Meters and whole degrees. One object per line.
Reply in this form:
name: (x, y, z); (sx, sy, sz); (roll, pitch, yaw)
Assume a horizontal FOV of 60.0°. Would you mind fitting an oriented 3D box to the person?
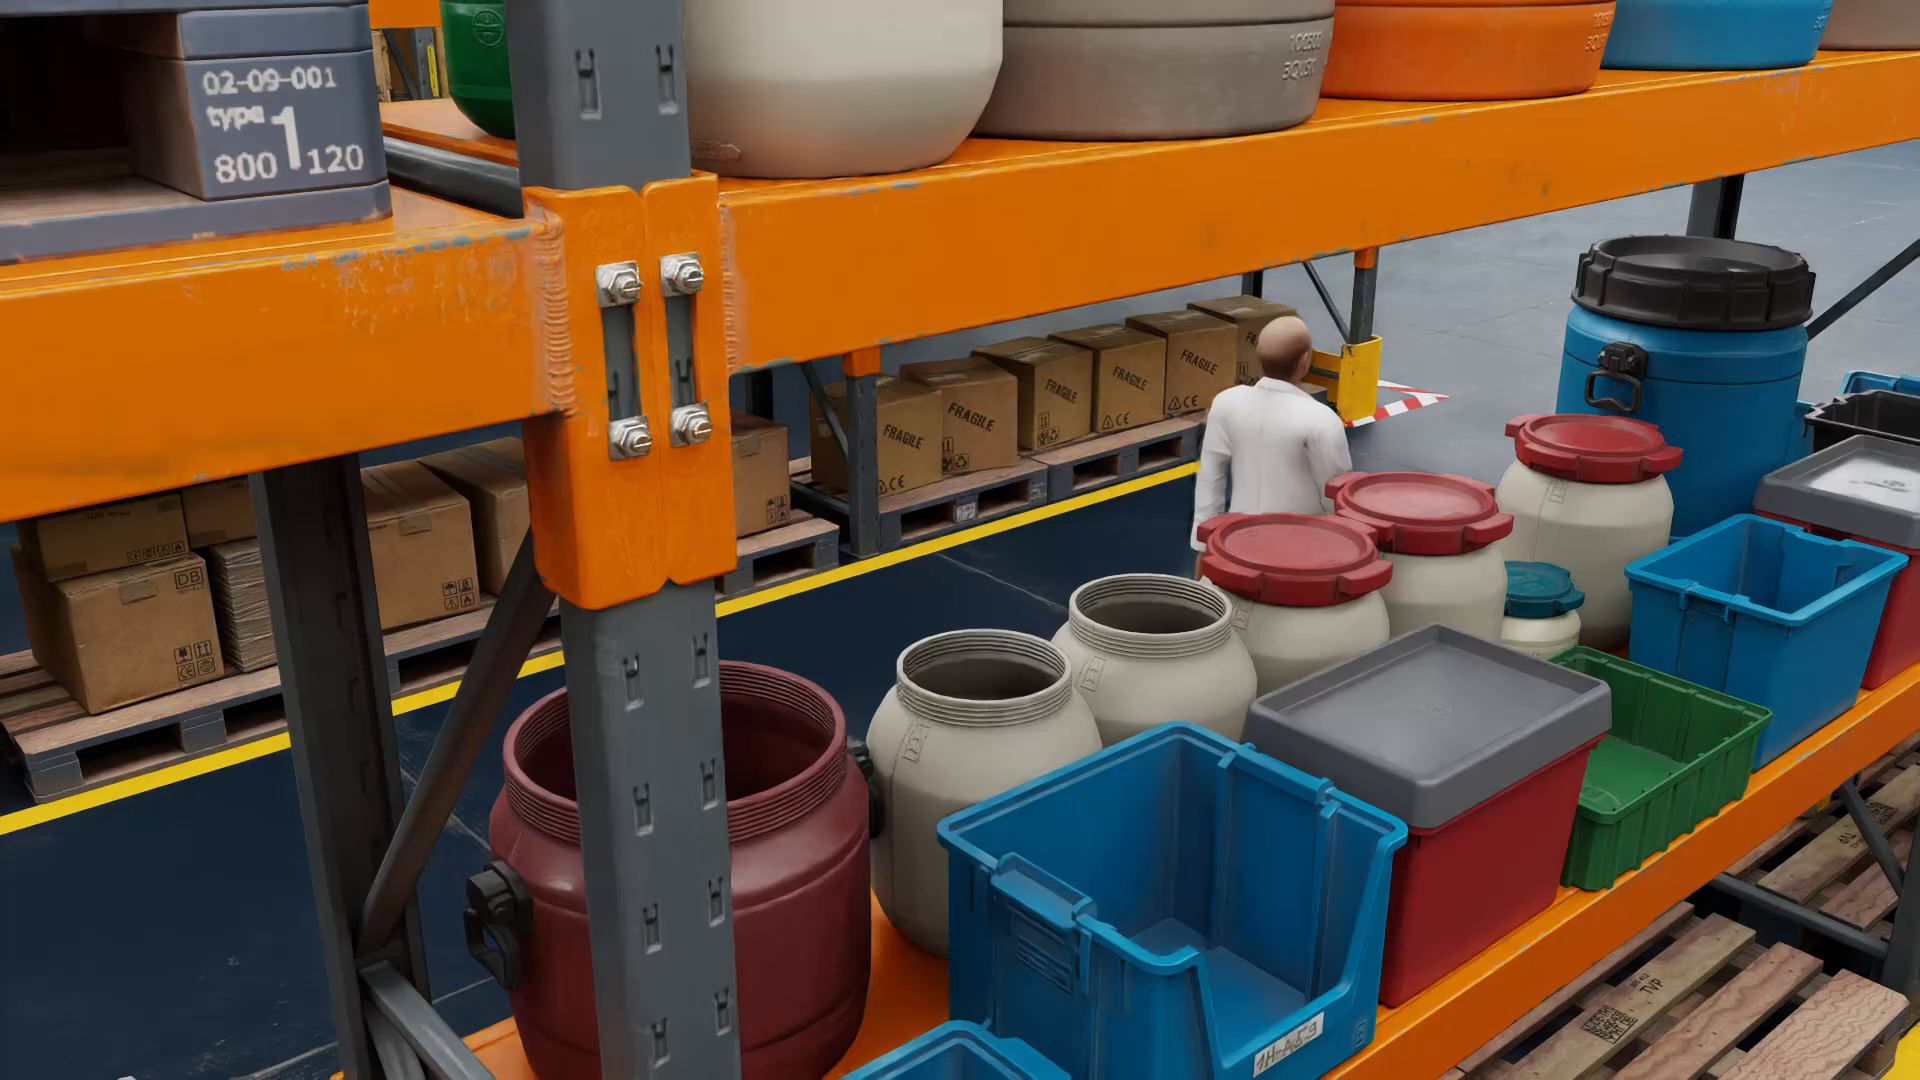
person: (1.161, 0.041, 5.988); (1.151, 1.726, 0.576); (-15, 25, -34)
